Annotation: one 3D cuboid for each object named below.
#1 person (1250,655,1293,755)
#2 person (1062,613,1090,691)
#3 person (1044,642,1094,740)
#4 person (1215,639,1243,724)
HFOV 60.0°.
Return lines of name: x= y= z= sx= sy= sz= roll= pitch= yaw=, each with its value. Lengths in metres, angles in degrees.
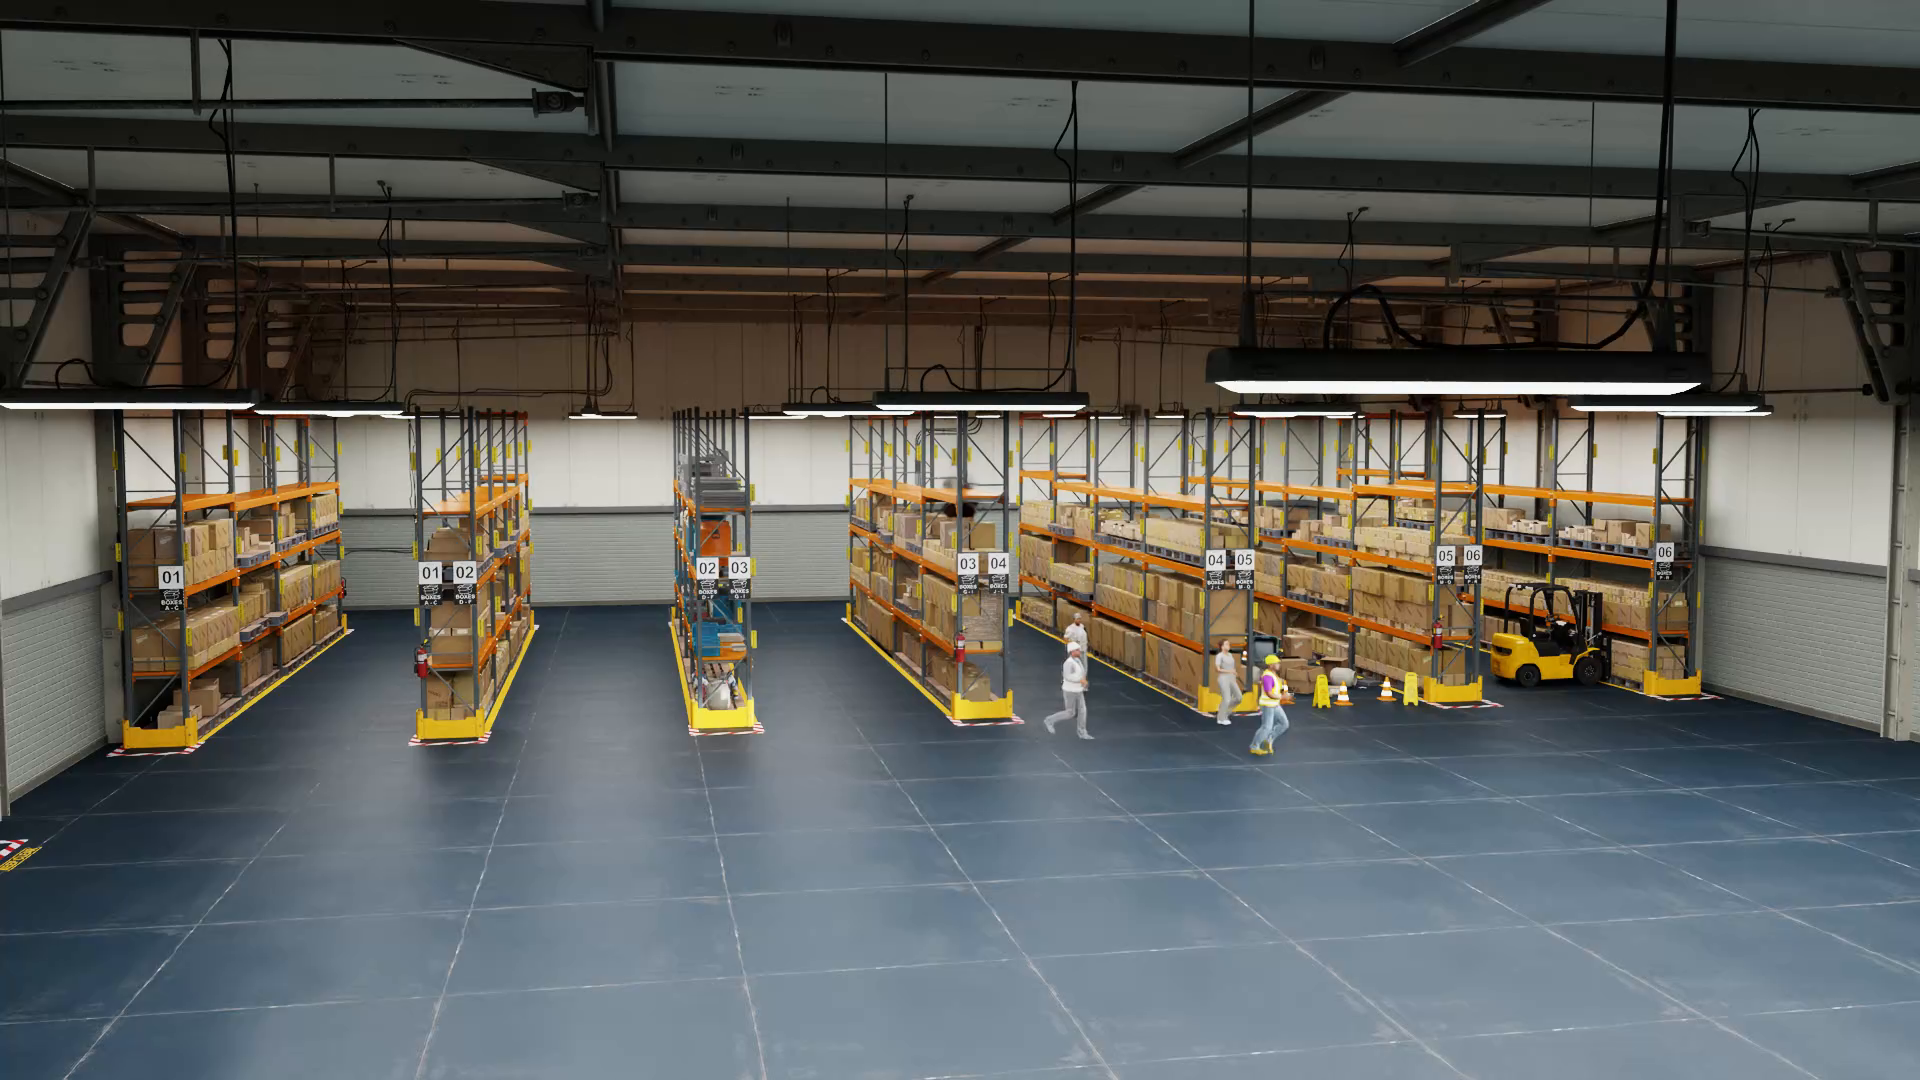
person: x=5.335 y=2.824 z=28.415 sx=0.757 sy=1.737 sz=0.673 roll=2 pitch=4 yaw=25
person: x=2.500 y=2.371 z=35.484 sx=0.609 sy=1.641 sz=0.886 roll=-2 pitch=5 yaw=-26
person: x=1.996 y=2.717 z=30.007 sx=0.904 sy=1.775 sz=0.670 roll=2 pitch=4 yaw=22
person: x=5.062 y=2.671 z=31.370 sx=0.568 sy=1.624 sz=0.518 roll=-4 pitch=5 yaw=-41
